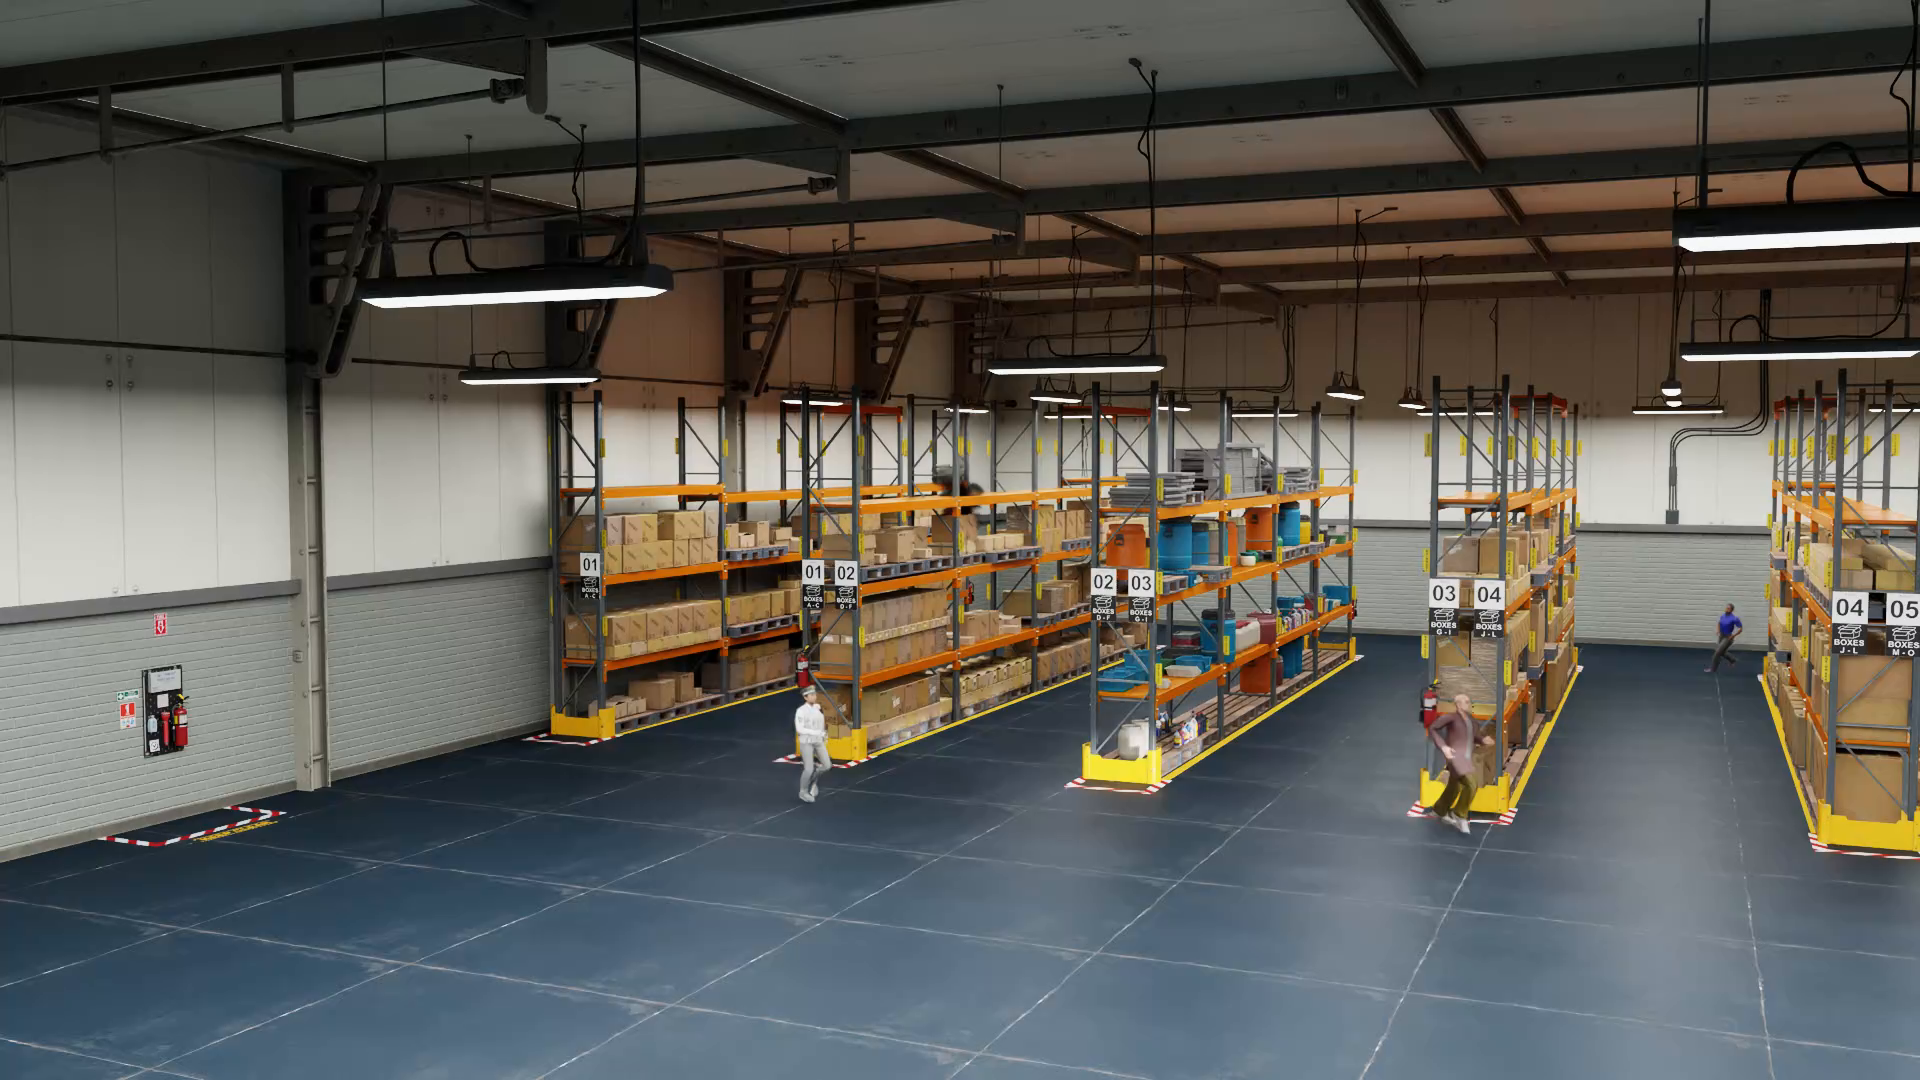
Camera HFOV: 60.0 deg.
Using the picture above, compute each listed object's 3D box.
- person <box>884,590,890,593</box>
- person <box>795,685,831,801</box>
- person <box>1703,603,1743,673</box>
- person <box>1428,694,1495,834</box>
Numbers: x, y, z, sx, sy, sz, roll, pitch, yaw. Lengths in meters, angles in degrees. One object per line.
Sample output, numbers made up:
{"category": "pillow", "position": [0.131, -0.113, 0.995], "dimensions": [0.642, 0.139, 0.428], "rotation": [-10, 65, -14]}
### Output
{"category": "person", "position": [-1.498, 1.946, 34.194], "dimensions": [0.674, 1.848, 0.823], "rotation": [1, 3, 16]}
{"category": "person", "position": [-2.054, 2.867, 23.468], "dimensions": [0.595, 1.660, 0.584], "rotation": [-3, 4, -44]}
{"category": "person", "position": [17.043, 2.187, 36.850], "dimensions": [0.847, 1.571, 0.655], "rotation": [-1, 3, -15]}
{"category": "person", "position": [6.526, 2.918, 21.766], "dimensions": [0.734, 1.808, 0.897], "rotation": [-3, 4, -42]}
